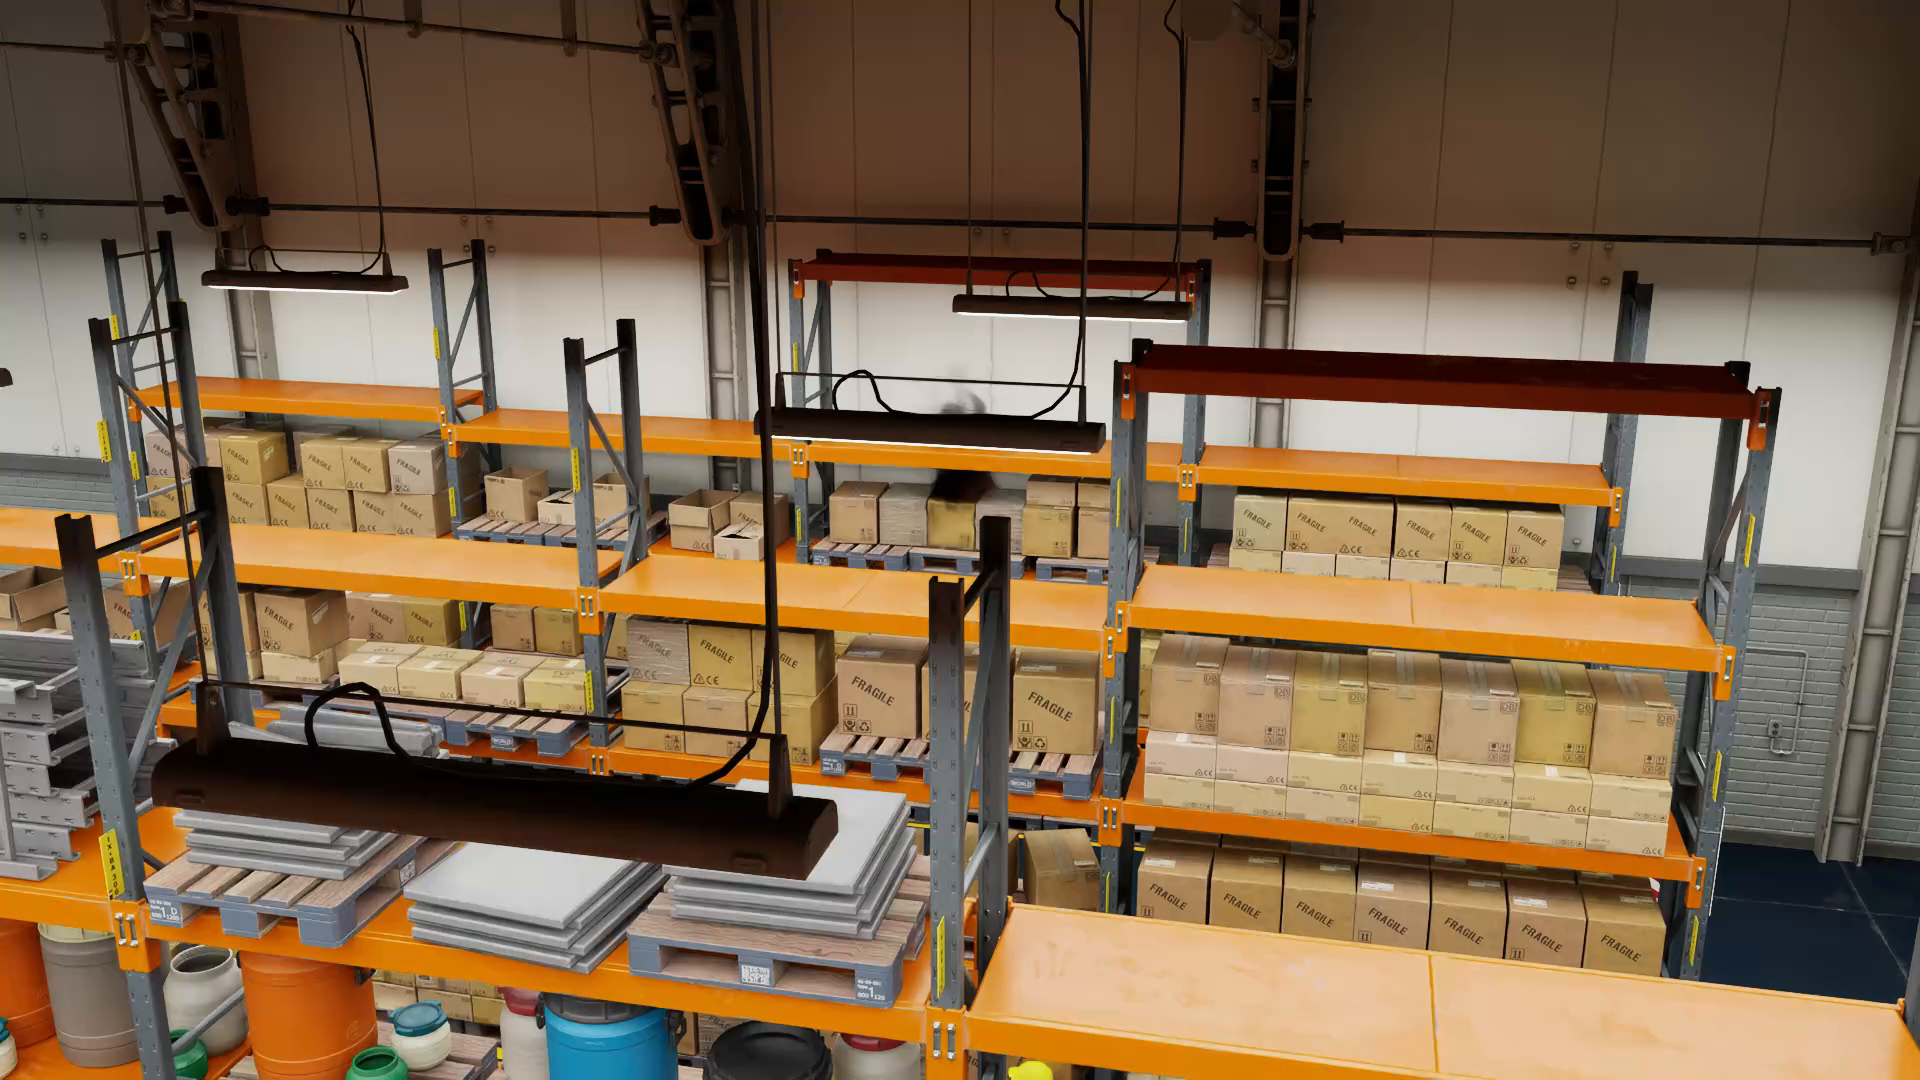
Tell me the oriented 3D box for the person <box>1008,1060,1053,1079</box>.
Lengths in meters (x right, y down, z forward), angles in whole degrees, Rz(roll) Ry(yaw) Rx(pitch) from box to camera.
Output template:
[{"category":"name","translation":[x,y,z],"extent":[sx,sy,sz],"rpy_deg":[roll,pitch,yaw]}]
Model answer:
[{"category":"person","translation":[0.418,4.189,10.981],"extent":[0.576,1.720,0.698],"rpy_deg":[0,16,1]}]
